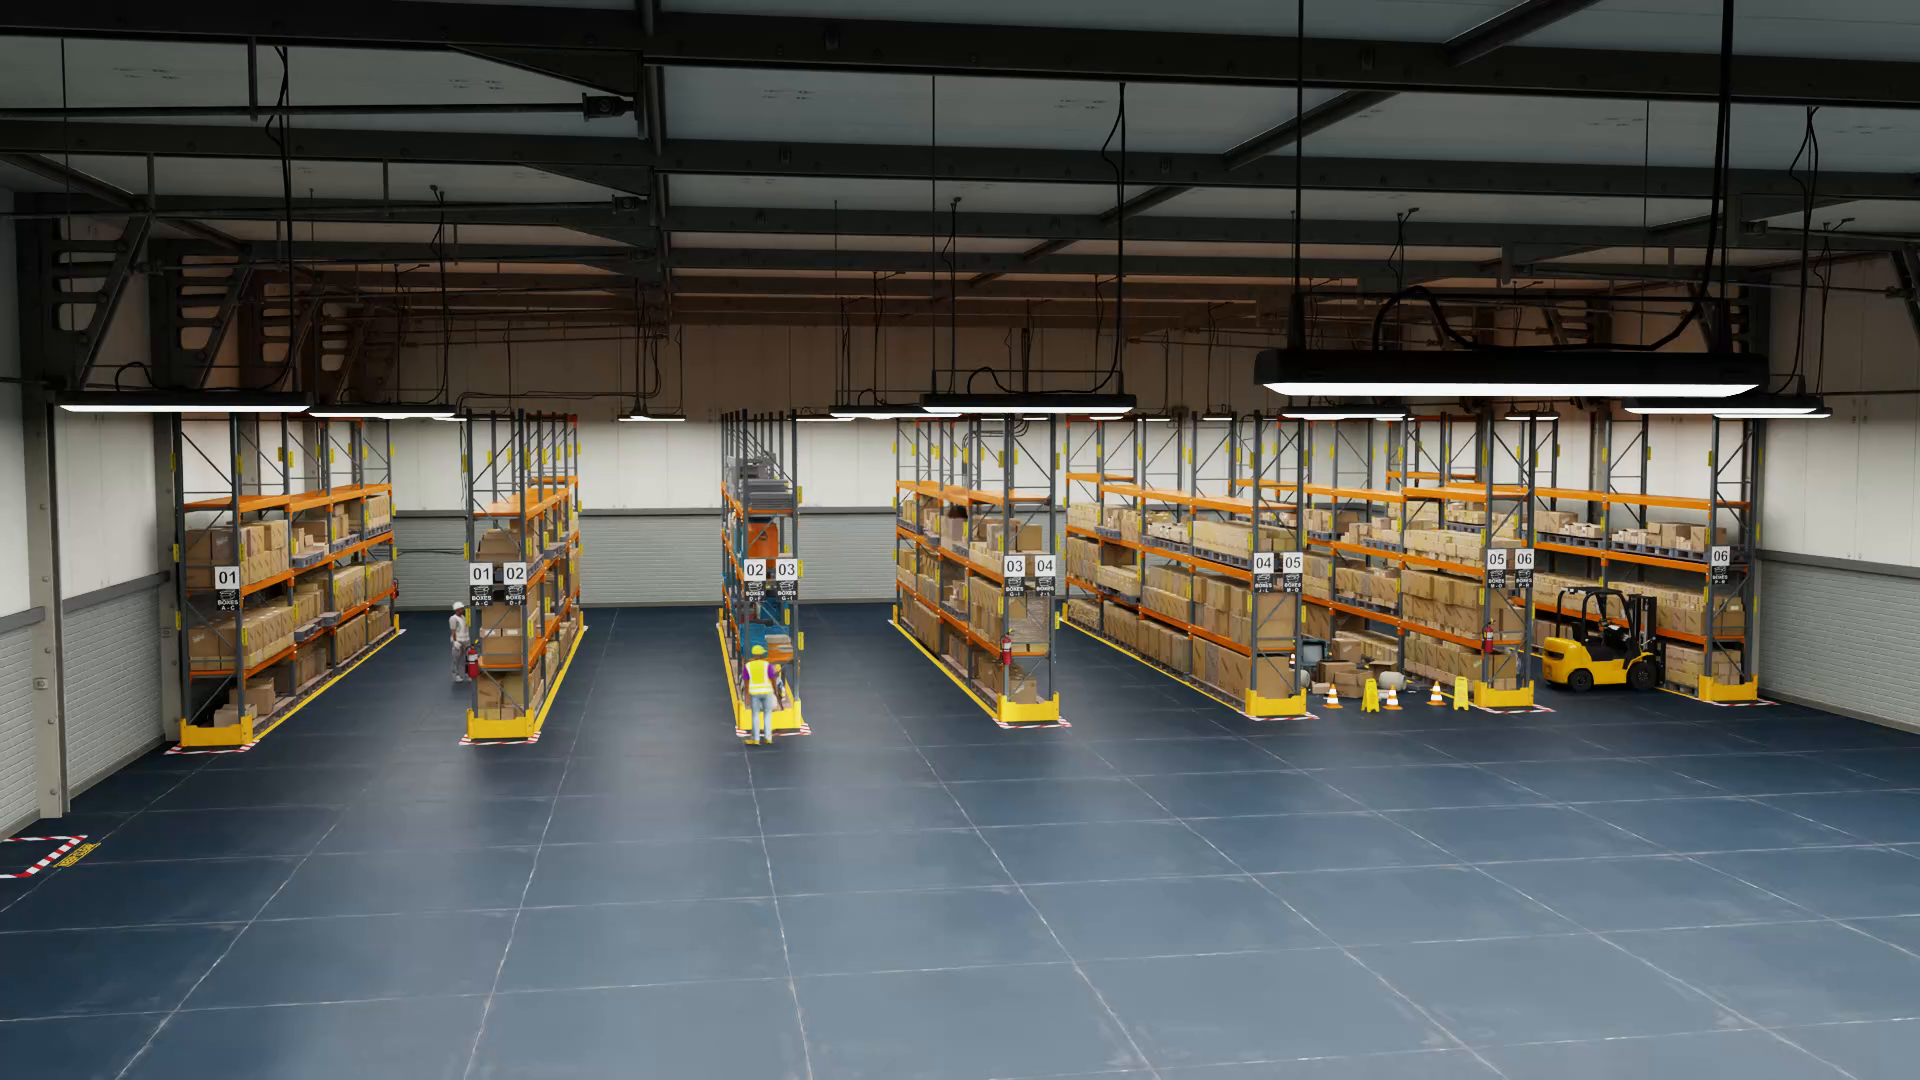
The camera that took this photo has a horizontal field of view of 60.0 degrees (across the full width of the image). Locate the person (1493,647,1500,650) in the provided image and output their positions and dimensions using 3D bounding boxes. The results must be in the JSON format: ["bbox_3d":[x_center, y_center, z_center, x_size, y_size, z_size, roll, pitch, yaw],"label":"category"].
[{"bbox_3d":[12.406,2.202,38.756,0.598,1.647,0.901,-3,5,-39],"label":"person"}]

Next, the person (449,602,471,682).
[{"bbox_3d":[-11.027,2.272,36.848,0.621,1.785,0.567,2,5,32],"label":"person"}]

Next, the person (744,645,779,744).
[{"bbox_3d":[-3.551,2.770,29.726,0.617,1.797,0.364,0,4,-3],"label":"person"}]
